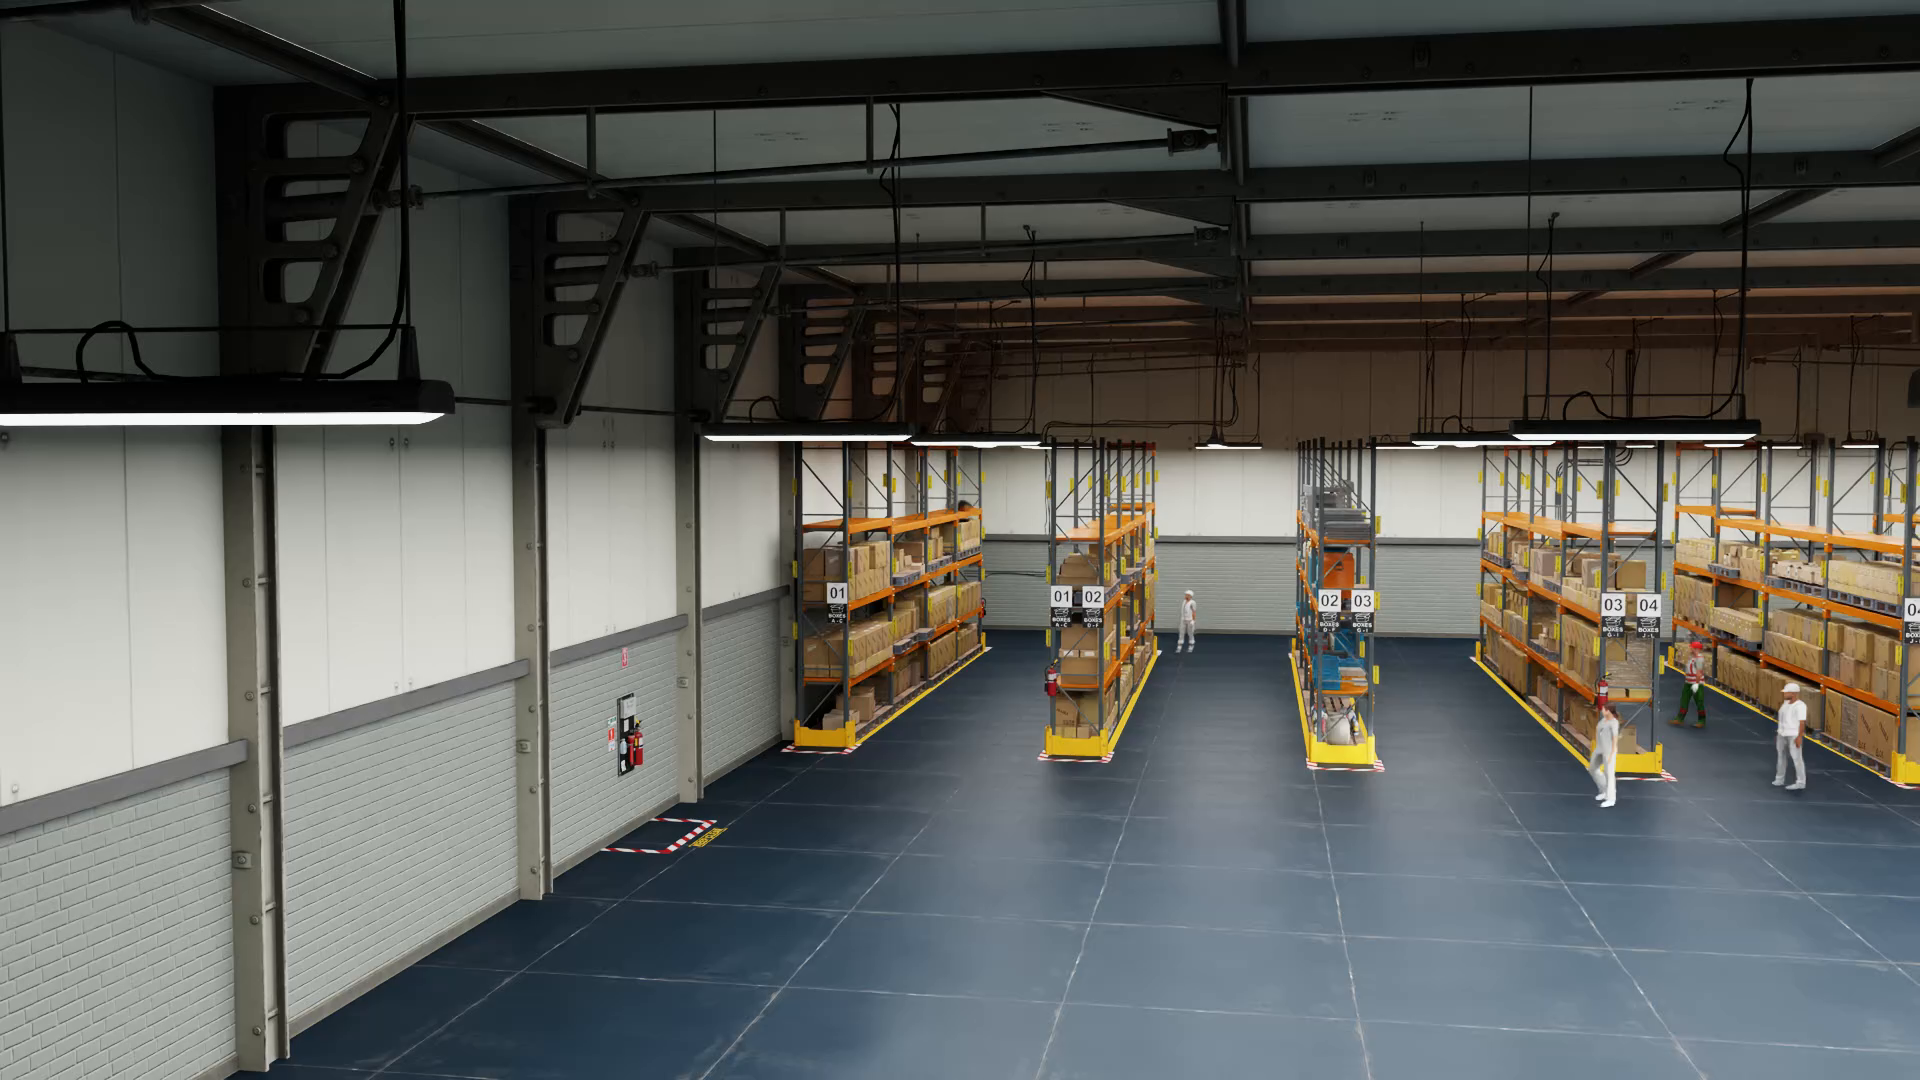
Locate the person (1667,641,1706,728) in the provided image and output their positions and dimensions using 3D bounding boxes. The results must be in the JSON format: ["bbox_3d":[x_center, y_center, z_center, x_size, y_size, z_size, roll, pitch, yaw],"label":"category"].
[{"bbox_3d":[15.164,3.002,34.619,0.683,1.783,0.595,-1,3,-11],"label":"person"}]

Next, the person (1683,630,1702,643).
[{"bbox_3d":[20.234,2.470,45.721,0.932,1.632,0.495,1,3,18],"label":"person"}]

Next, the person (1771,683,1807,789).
[{"bbox_3d":[14.154,3.328,28.410,0.470,1.764,0.622,-1,3,-21],"label":"person"}]

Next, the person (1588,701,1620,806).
[{"bbox_3d":[10.473,3.444,26.982,0.468,1.679,0.535,-1,3,-19],"label":"person"}]

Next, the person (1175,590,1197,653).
[{"bbox_3d":[6.443,2.328,47.339,0.569,1.791,0.597,3,4,44],"label":"person"}]
